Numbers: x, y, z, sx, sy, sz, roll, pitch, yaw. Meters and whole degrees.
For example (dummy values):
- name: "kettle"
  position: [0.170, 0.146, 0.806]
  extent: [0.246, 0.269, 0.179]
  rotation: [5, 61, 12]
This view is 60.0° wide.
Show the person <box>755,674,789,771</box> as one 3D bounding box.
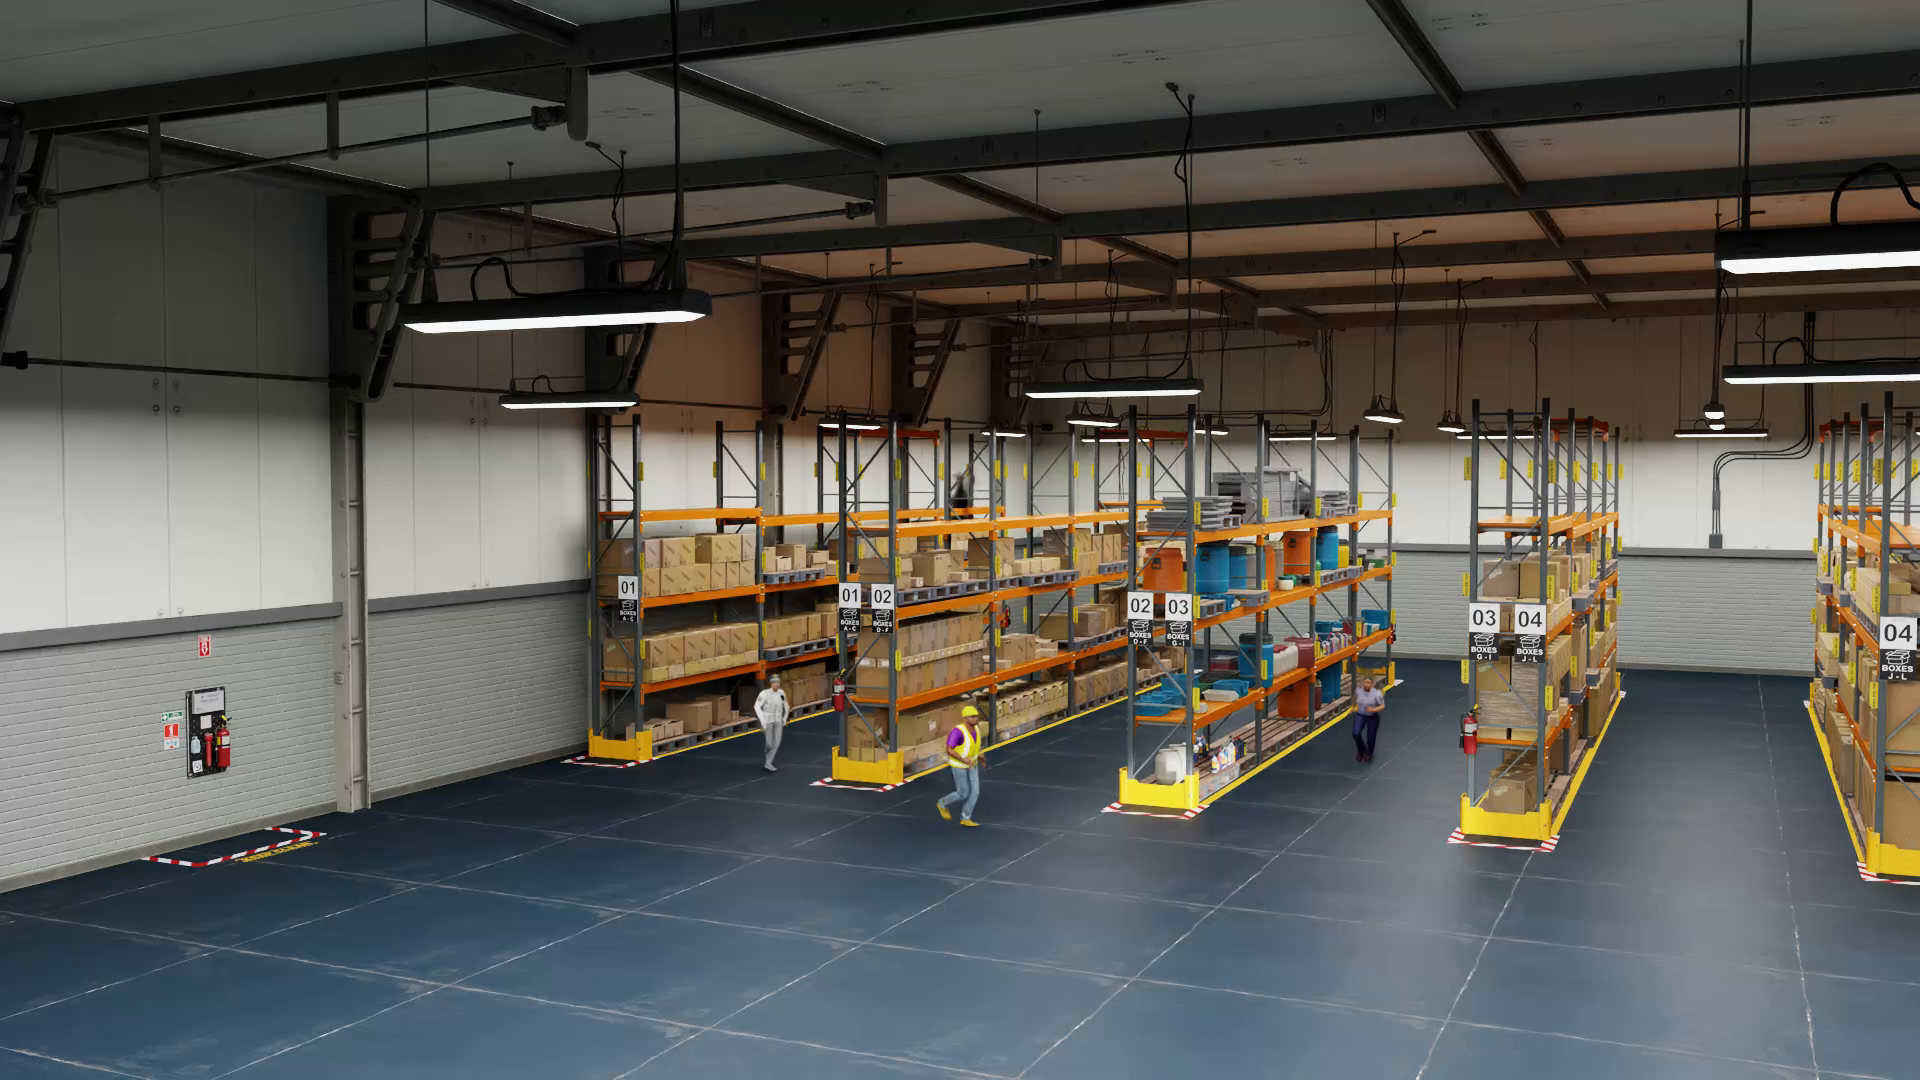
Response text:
- name: "person"
  position: [-3.169, 3.044, 27.962]
  extent: [0.618, 1.631, 0.522]
  rotation: [-1, 3, -23]

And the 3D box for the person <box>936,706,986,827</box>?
- name: "person"
  position: [0.011, 3.188, 23.519]
  extent: [0.761, 1.714, 0.701]
  rotation: [2, 3, 42]

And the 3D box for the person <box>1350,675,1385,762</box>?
- name: "person"
  position: [6.976, 3.053, 28.469]
  extent: [0.615, 1.512, 0.947]
  rotation: [1, 2, 19]
